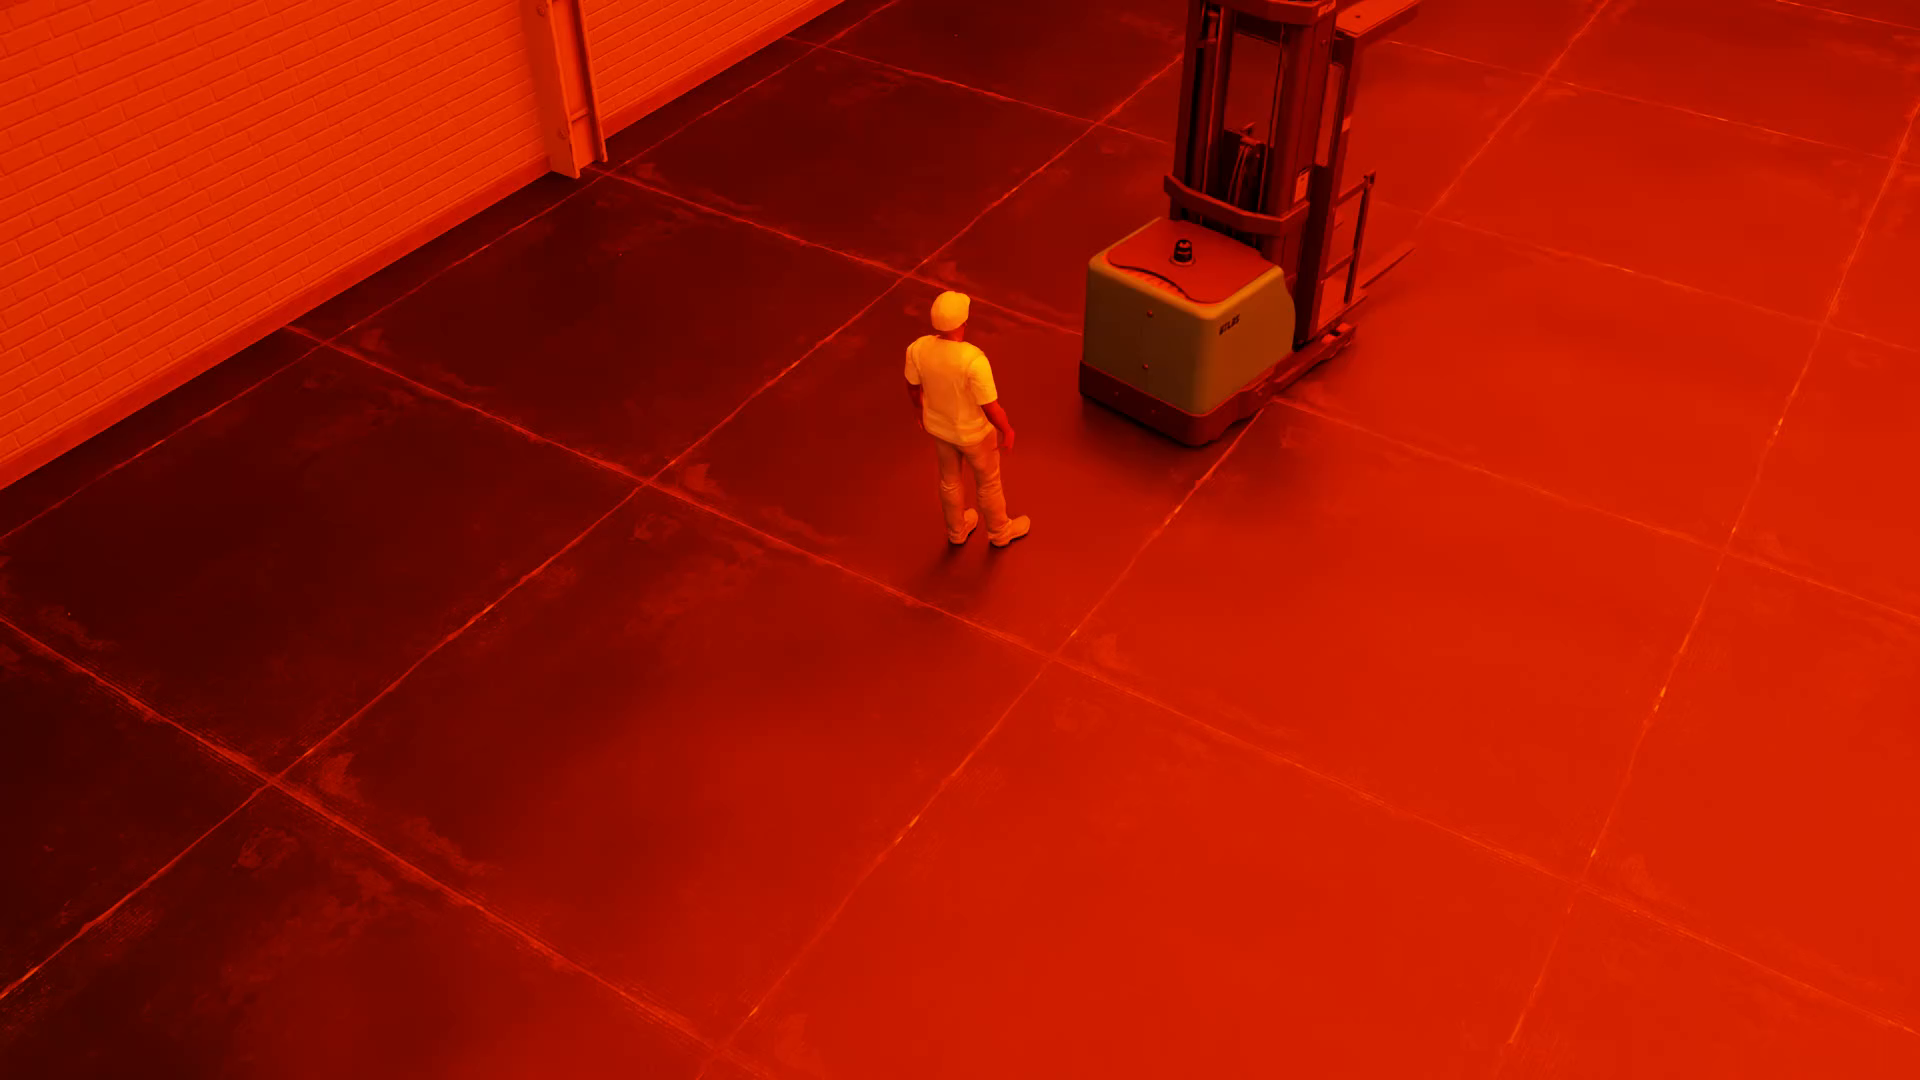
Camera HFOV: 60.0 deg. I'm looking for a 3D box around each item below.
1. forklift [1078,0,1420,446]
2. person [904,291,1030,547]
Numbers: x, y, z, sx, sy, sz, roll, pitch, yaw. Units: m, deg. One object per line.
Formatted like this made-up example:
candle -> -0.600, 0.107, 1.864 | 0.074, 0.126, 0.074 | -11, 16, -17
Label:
forklift -> 2.172, -2.601, 11.037 | 1.130, 2.935, 3.031 | 30, 49, 31
person -> 0.042, -0.716, 9.701 | 0.665, 1.768, 0.575 | 22, 45, 24
